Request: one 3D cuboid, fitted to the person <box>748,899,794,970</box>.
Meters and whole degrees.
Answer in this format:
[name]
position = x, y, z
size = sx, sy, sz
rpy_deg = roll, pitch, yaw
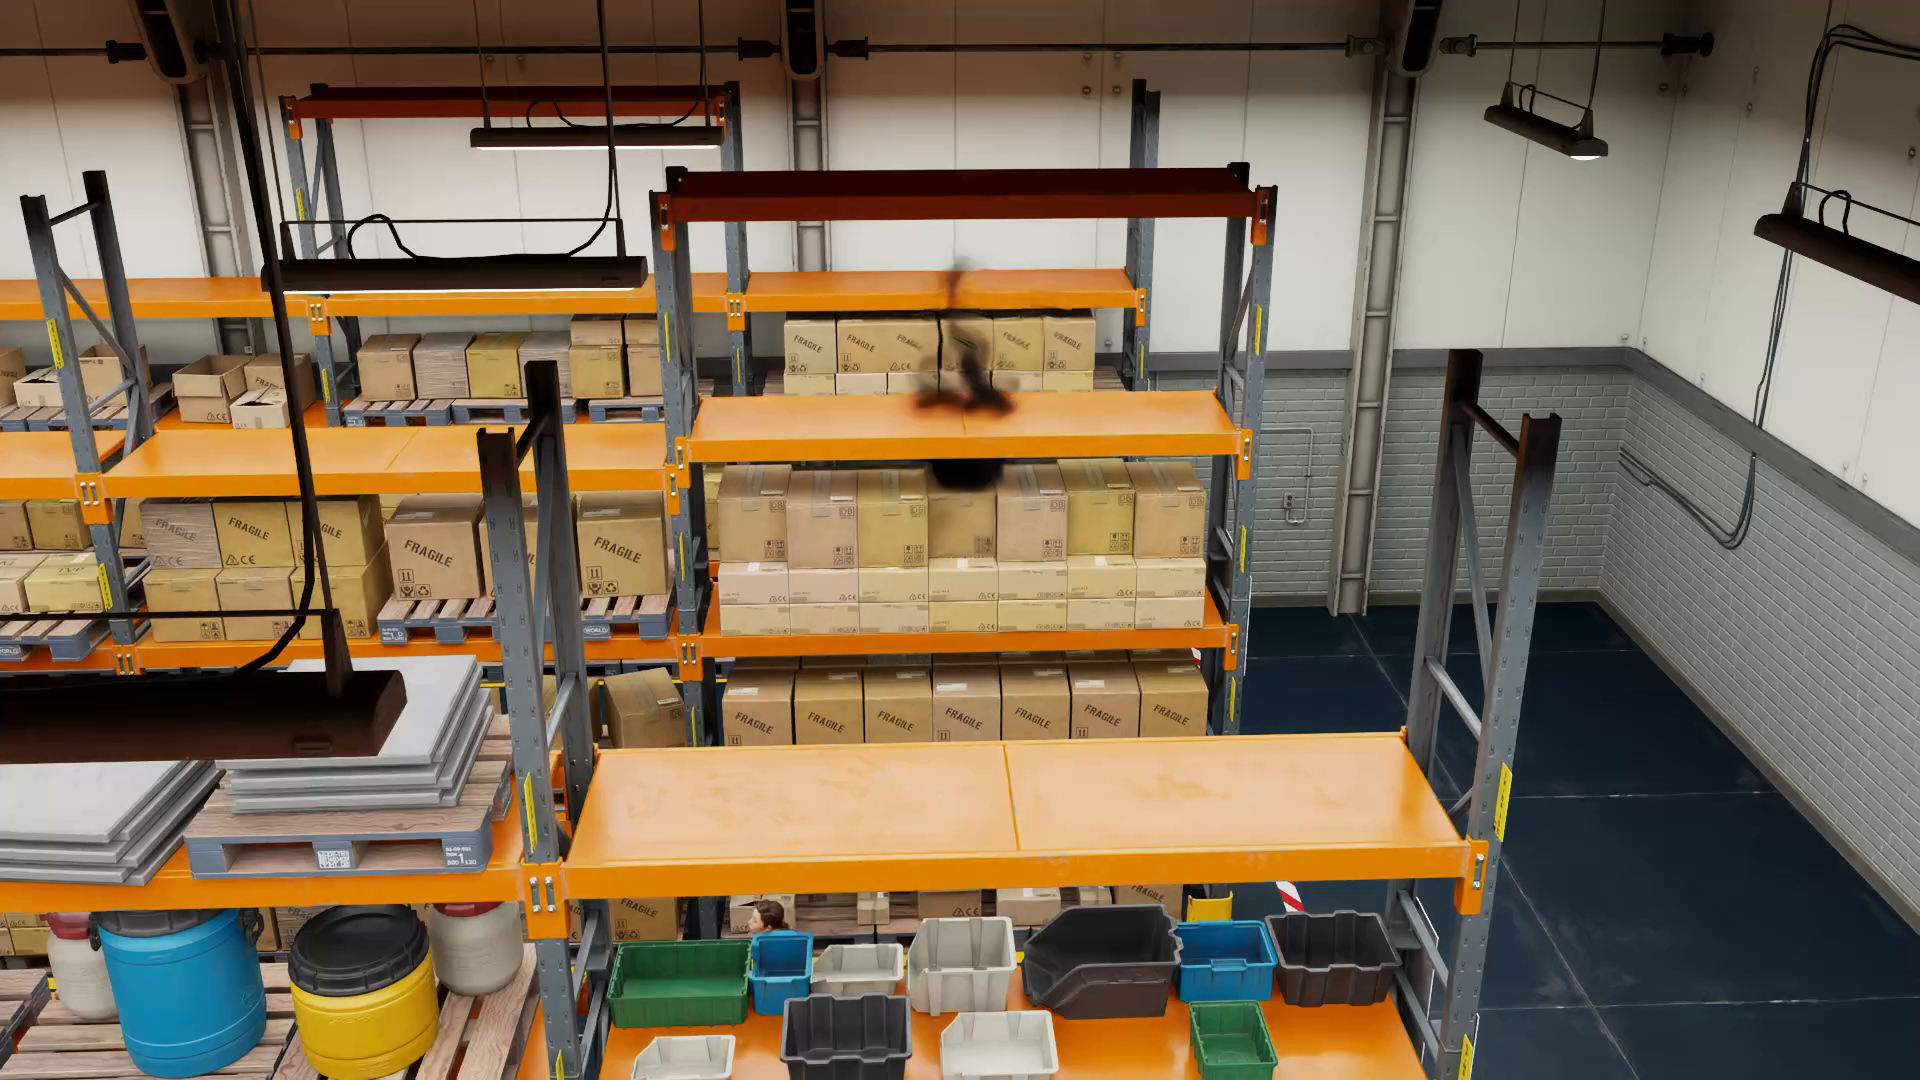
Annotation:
[person]
position = -1.299, 3.138, 11.205
size = 0.670, 1.671, 0.548
rpy_deg = -8, 23, -18
